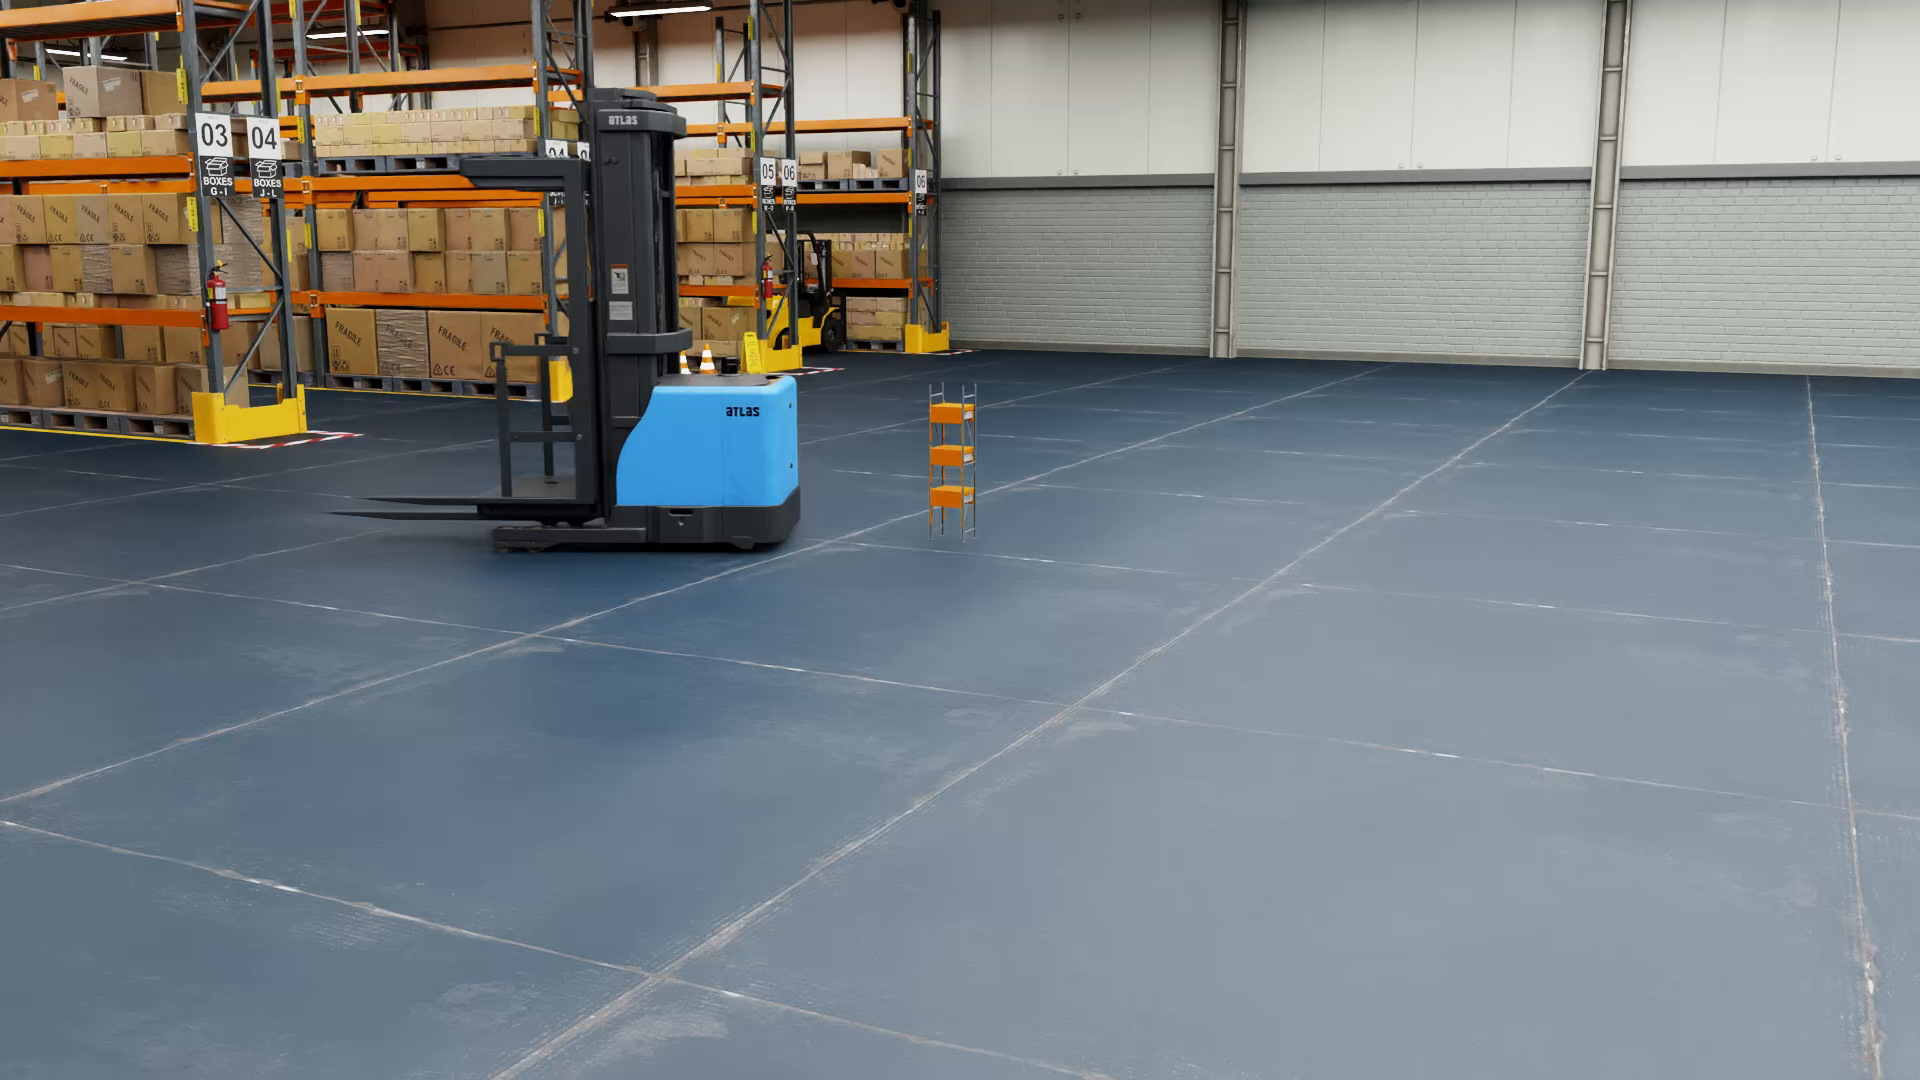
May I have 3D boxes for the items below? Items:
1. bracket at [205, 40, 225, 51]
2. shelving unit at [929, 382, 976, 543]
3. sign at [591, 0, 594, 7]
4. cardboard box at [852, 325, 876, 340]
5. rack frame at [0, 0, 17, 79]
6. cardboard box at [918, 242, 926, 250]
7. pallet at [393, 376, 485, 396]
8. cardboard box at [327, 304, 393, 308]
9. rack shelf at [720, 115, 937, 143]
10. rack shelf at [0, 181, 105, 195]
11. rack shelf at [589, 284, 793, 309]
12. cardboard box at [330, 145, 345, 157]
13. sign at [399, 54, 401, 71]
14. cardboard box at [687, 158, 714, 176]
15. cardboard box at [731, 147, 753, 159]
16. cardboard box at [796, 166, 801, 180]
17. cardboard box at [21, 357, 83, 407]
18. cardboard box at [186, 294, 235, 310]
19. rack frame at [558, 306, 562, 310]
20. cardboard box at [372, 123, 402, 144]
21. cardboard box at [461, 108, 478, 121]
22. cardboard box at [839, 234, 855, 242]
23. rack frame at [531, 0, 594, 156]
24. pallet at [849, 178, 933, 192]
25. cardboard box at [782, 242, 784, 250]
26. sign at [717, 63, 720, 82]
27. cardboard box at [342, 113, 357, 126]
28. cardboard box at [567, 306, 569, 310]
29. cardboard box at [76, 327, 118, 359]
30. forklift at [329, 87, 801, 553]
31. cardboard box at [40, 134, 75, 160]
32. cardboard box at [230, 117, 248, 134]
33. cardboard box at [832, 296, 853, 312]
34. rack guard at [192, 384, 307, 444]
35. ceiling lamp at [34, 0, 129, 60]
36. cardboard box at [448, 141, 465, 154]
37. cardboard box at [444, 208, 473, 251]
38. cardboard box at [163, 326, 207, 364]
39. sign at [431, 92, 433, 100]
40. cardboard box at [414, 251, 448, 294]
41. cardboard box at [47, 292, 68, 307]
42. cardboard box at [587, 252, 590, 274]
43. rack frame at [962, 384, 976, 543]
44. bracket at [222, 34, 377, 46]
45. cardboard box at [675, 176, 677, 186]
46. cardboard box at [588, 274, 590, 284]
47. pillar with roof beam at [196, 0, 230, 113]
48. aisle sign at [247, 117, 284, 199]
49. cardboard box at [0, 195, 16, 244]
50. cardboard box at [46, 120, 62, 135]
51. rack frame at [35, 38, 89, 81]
[{"bbox_3d":[-16.770,-11.155,37.489,0.430,0.232,0.235,5,11,26],"label":"bracket"},{"bbox_3d":[-0.048,-0.521,11.160,0.252,1.050,0.215,5,11,26],"label":"shelving unit"},{"bbox_3d":[-4.659,-6.890,20.964,0.005,0.325,0.100,5,11,26],"label":"sign"},{"bbox_3d":[-1.621,-3.785,30.261,0.500,0.250,0.500,5,11,26],"label":"cardboard box"},{"bbox_3d":[-10.783,-5.795,17.983,0.127,3.000,1.000,5,11,26],"label":"rack frame"},{"bbox_3d":[-0.807,-5.340,30.213,0.250,0.149,0.380,5,11,24],"label":"cardboard box"},{"bbox_3d":[-6.752,-2.087,22.169,1.213,0.211,1.003,5,11,26],"label":"pallet"},{"bbox_3d":[-10.567,-3.970,29.530,0.875,0.875,0.875,5,11,25],"label":"cardboard box"},{"bbox_3d":[-2.411,-7.463,30.339,4.000,0.370,1.077,5,11,26],"label":"rack shelf"},{"bbox_3d":[-13.878,-5.222,25.260,4.000,0.370,1.077,5,11,26],"label":"rack shelf"},{"bbox_3d":[-4.604,-3.914,26.456,4.000,0.370,1.077,5,11,26],"label":"rack shelf"},{"bbox_3d":[-8.088,-5.133,21.990,0.250,0.149,0.380,5,11,26],"label":"cardboard box"},{"bbox_3d":[-9.753,-8.279,28.863,0.005,0.325,0.100,5,11,26],"label":"sign"},{"bbox_3d":[-3.833,-5.699,25.458,0.500,0.250,0.500,5,11,25],"label":"cardboard box"},{"bbox_3d":[-3.244,-5.835,25.092,0.250,0.149,0.380,5,11,26],"label":"cardboard box"},{"bbox_3d":[-3.008,-6.719,30.429,0.258,0.266,0.396,5,11,24],"label":"cardboard box"},{"bbox_3d":[-9.925,-1.738,18.250,0.500,0.500,0.500,10,14,44],"label":"cardboard box"},{"bbox_3d":[-7.542,-2.394,16.740,0.250,0.149,0.380,5,11,26],"label":"cardboard box"},{"bbox_3d":[-7.792,-5.534,33.386,0.127,3.000,1.000,5,11,26],"label":"rack frame"},{"bbox_3d":[-7.277,-5.269,21.626,0.500,0.250,0.500,5,11,25],"label":"cardboard box"},{"bbox_3d":[-6.048,-5.345,20.927,0.250,0.149,0.380,5,12,27],"label":"cardboard box"},{"bbox_3d":[-1.987,-5.478,30.139,0.250,0.149,0.380,5,12,27],"label":"cardboard box"},{"bbox_3d":[-4.910,-6.264,20.574,0.127,3.000,1.000,5,11,26],"label":"rack frame"},{"bbox_3d":[-1.240,-6.396,29.974,1.213,0.211,1.003,5,11,26],"label":"pallet"},{"bbox_3d":[-3.133,-5.432,30.718,0.250,0.149,0.380,5,11,25],"label":"cardboard box"},{"bbox_3d":[-4.434,-8.582,30.536,0.005,0.325,0.100,5,11,26],"label":"sign"},{"bbox_3d":[-7.865,-5.505,21.809,0.250,0.149,0.380,5,11,25],"label":"cardboard box"},{"bbox_3d":[-5.988,-3.559,26.908,0.500,0.500,0.500,6,12,29],"label":"cardboard box"},{"bbox_3d":[-12.790,-2.929,24.833,0.500,0.500,0.500,5,11,26],"label":"cardboard box"},{"bbox_3d":[-2.646,-1.454,11.035,3.031,2.935,1.130,0,10,2],"label":"forklift"},{"bbox_3d":[-9.098,-4.047,17.168,0.500,0.250,0.500,5,11,25],"label":"cardboard box"},{"bbox_3d":[-7.340,-4.185,16.810,0.250,0.149,0.380,5,11,25],"label":"cardboard box"},{"bbox_3d":[-2.086,-4.313,30.374,0.500,0.250,0.500,5,11,27],"label":"cardboard box"},{"bbox_3d":[-7.264,-1.304,17.031,0.348,0.500,1.175,5,11,26],"label":"rack guard"},{"bbox_3d":[-18.400,-11.828,34.927,0.800,3.185,2.000,5,11,26],"label":"ceiling lamp"},{"bbox_3d":[-6.271,-4.973,21.107,0.250,0.149,0.380,5,11,25],"label":"cardboard box"},{"bbox_3d":[-6.202,-4.047,21.717,0.550,0.550,0.875,5,11,26],"label":"cardboard box"},{"bbox_3d":[-10.793,-2.912,24.033,0.750,0.750,1.050,5,11,27],"label":"cardboard box"},{"bbox_3d":[-11.139,-9.428,34.988,0.005,0.325,0.100,5,11,26],"label":"sign"},{"bbox_3d":[-6.706,-3.547,21.986,0.500,0.550,0.875,5,11,26],"label":"cardboard box"},{"bbox_3d":[-9.372,-2.539,17.539,0.250,0.149,0.380,5,11,26],"label":"cardboard box"},{"bbox_3d":[-5.666,-4.506,26.591,0.500,0.500,0.500,5,11,26],"label":"cardboard box"},{"bbox_3d":[0.061,-0.511,11.107,0.008,1.050,0.200,5,11,26],"label":"rack frame"},{"bbox_3d":[-14.444,-10.951,36.360,4.783,0.066,0.076,5,11,26],"label":"bracket"},{"bbox_3d":[-4.390,-5.552,25.767,0.250,0.149,0.380,5,11,24],"label":"cardboard box"},{"bbox_3d":[-5.756,-4.199,26.712,0.250,0.149,0.380,5,11,26],"label":"cardboard box"},{"bbox_3d":[-18.890,-8.785,34.505,0.548,9.000,9.100,5,11,26],"label":"pillar with roof beam"},{"bbox_3d":[-7.007,-3.850,16.782,0.004,0.787,0.394,5,11,26],"label":"aisle sign"},{"bbox_3d":[-10.042,-3.416,17.756,0.500,0.500,0.500,5,11,26],"label":"cardboard box"},{"bbox_3d":[-9.195,-4.255,17.198,0.250,0.149,0.380,5,12,27],"label":"cardboard box"},{"bbox_3d":[-17.159,-8.324,31.953,0.127,3.000,1.000,5,11,26],"label":"rack frame"}]
